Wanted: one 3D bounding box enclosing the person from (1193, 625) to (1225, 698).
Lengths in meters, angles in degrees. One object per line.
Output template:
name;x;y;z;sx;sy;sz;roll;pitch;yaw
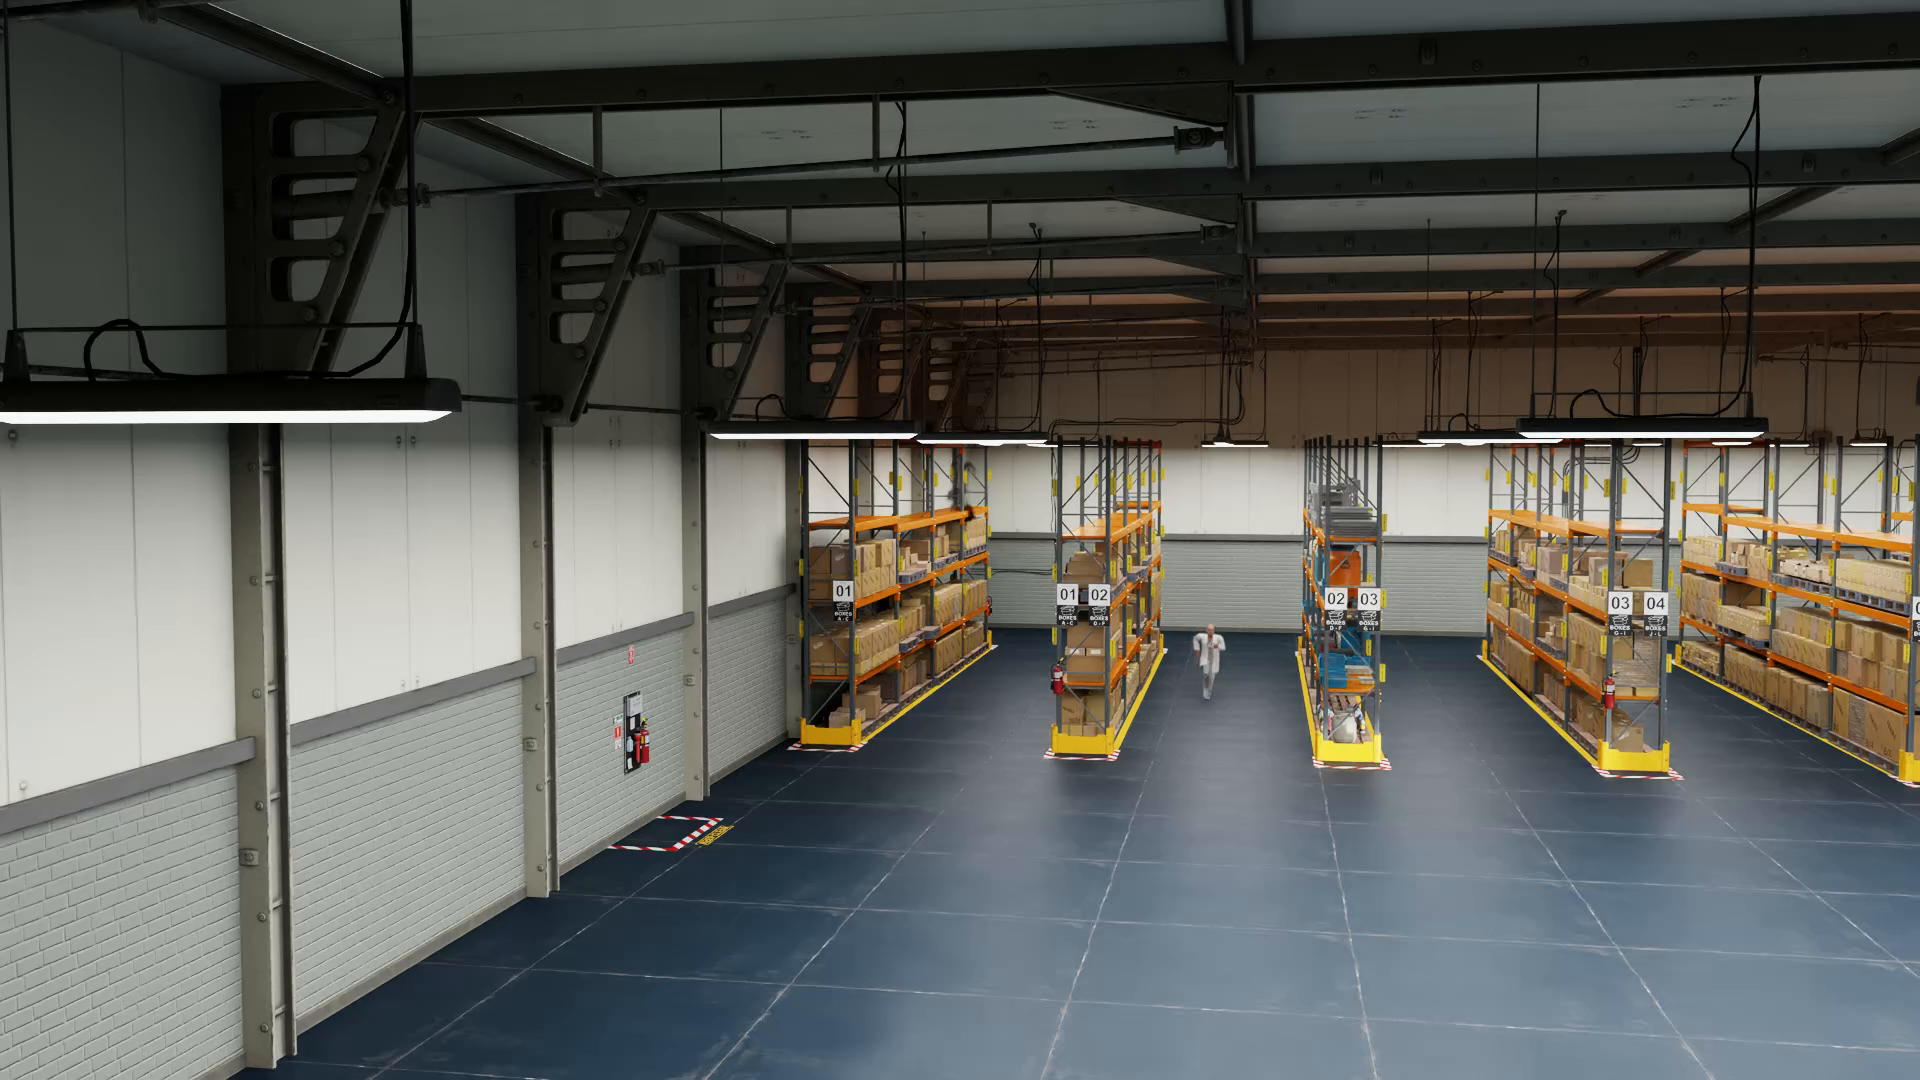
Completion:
person;5.717;2.784;38.152;0.690;1.706;0.954;0;3;1

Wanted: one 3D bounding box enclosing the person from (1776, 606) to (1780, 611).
person;20.994;2.536;42.839;0.566;1.699;0.929;0;3;4

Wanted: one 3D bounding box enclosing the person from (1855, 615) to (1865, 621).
person;21.526;2.696;39.746;0.630;1.811;0.827;0;3;3
